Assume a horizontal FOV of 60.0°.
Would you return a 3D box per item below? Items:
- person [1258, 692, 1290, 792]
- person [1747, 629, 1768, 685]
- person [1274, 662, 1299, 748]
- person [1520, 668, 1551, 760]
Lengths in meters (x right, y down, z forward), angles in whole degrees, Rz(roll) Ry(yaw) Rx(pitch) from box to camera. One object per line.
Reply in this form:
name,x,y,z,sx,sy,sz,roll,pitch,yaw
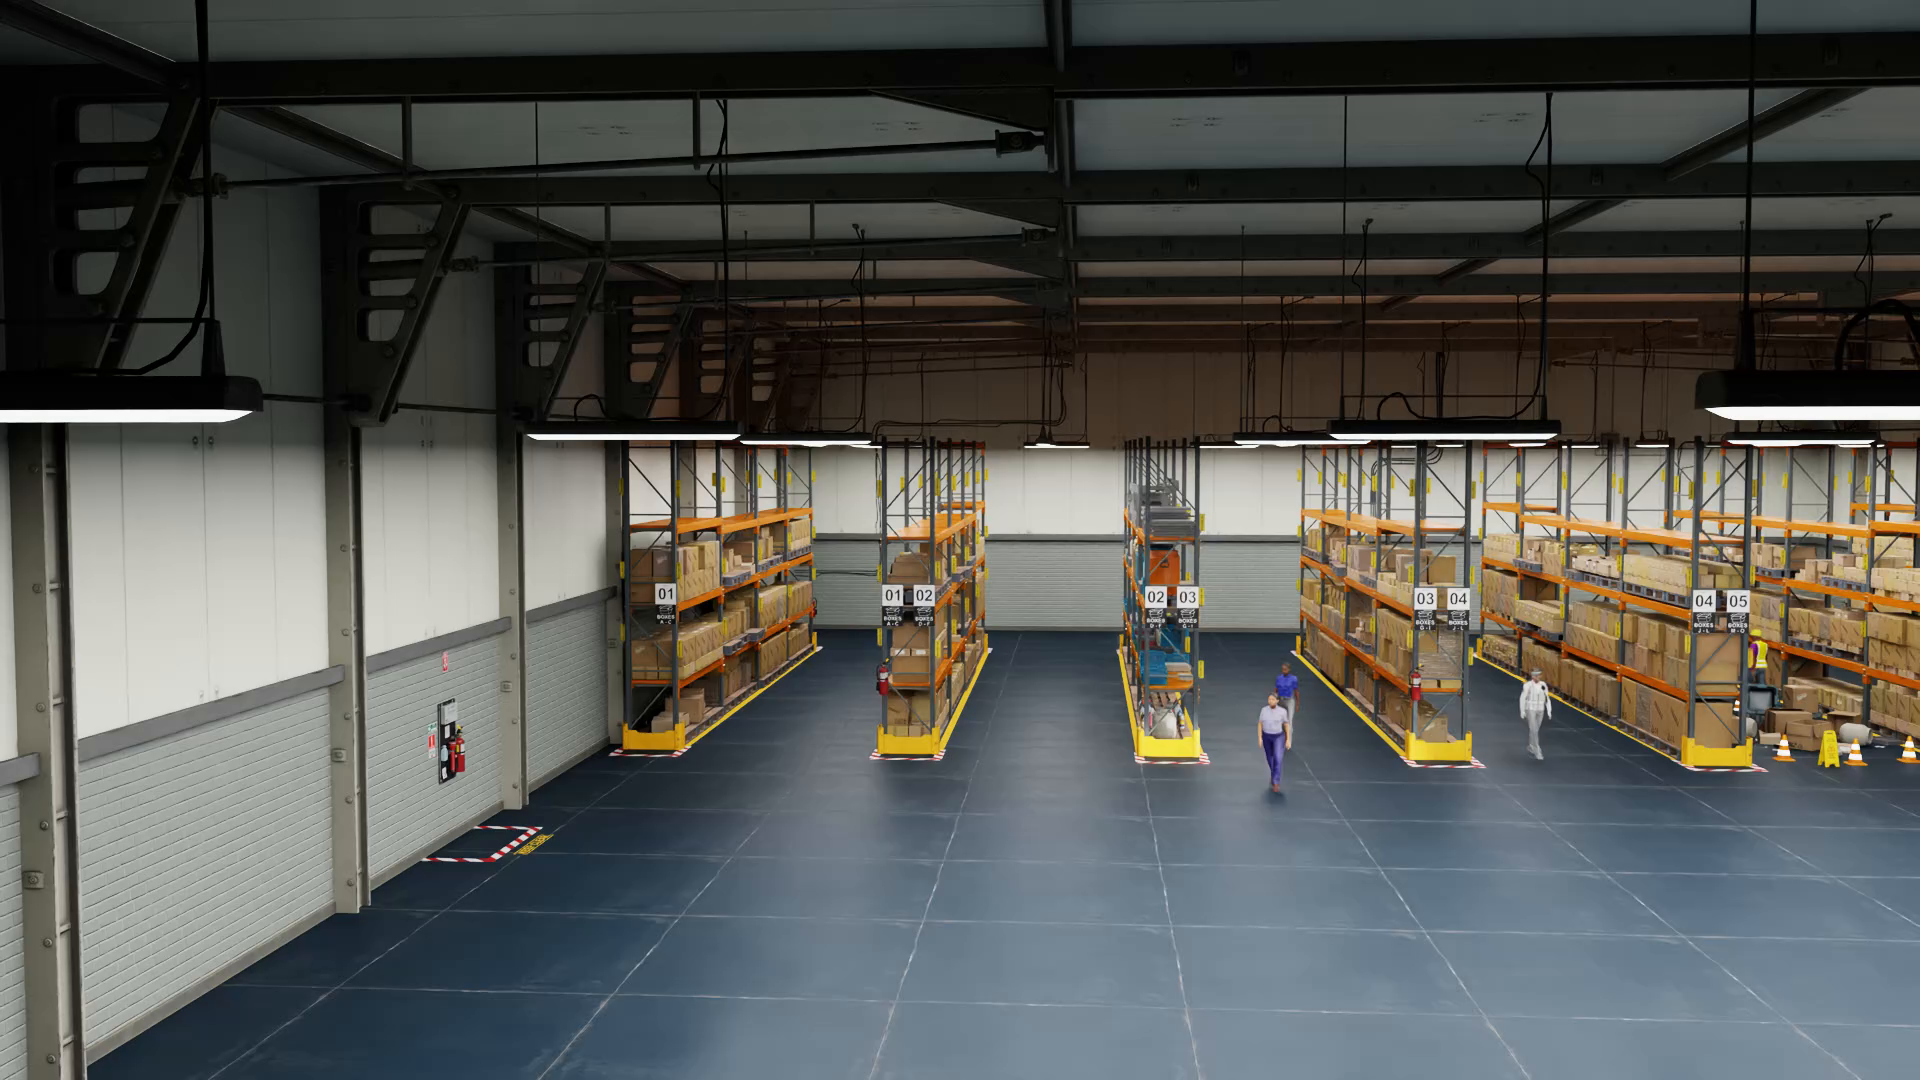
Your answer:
person,5.287,3.388,28.131,0.531,1.610,0.885,2,4,33
person,17.730,2.891,36.898,0.551,1.804,0.604,-1,3,-9
person,6.342,3.183,32.279,0.489,1.635,0.824,2,4,37
person,10.799,3.246,31.180,0.514,1.711,0.706,0,3,-8
